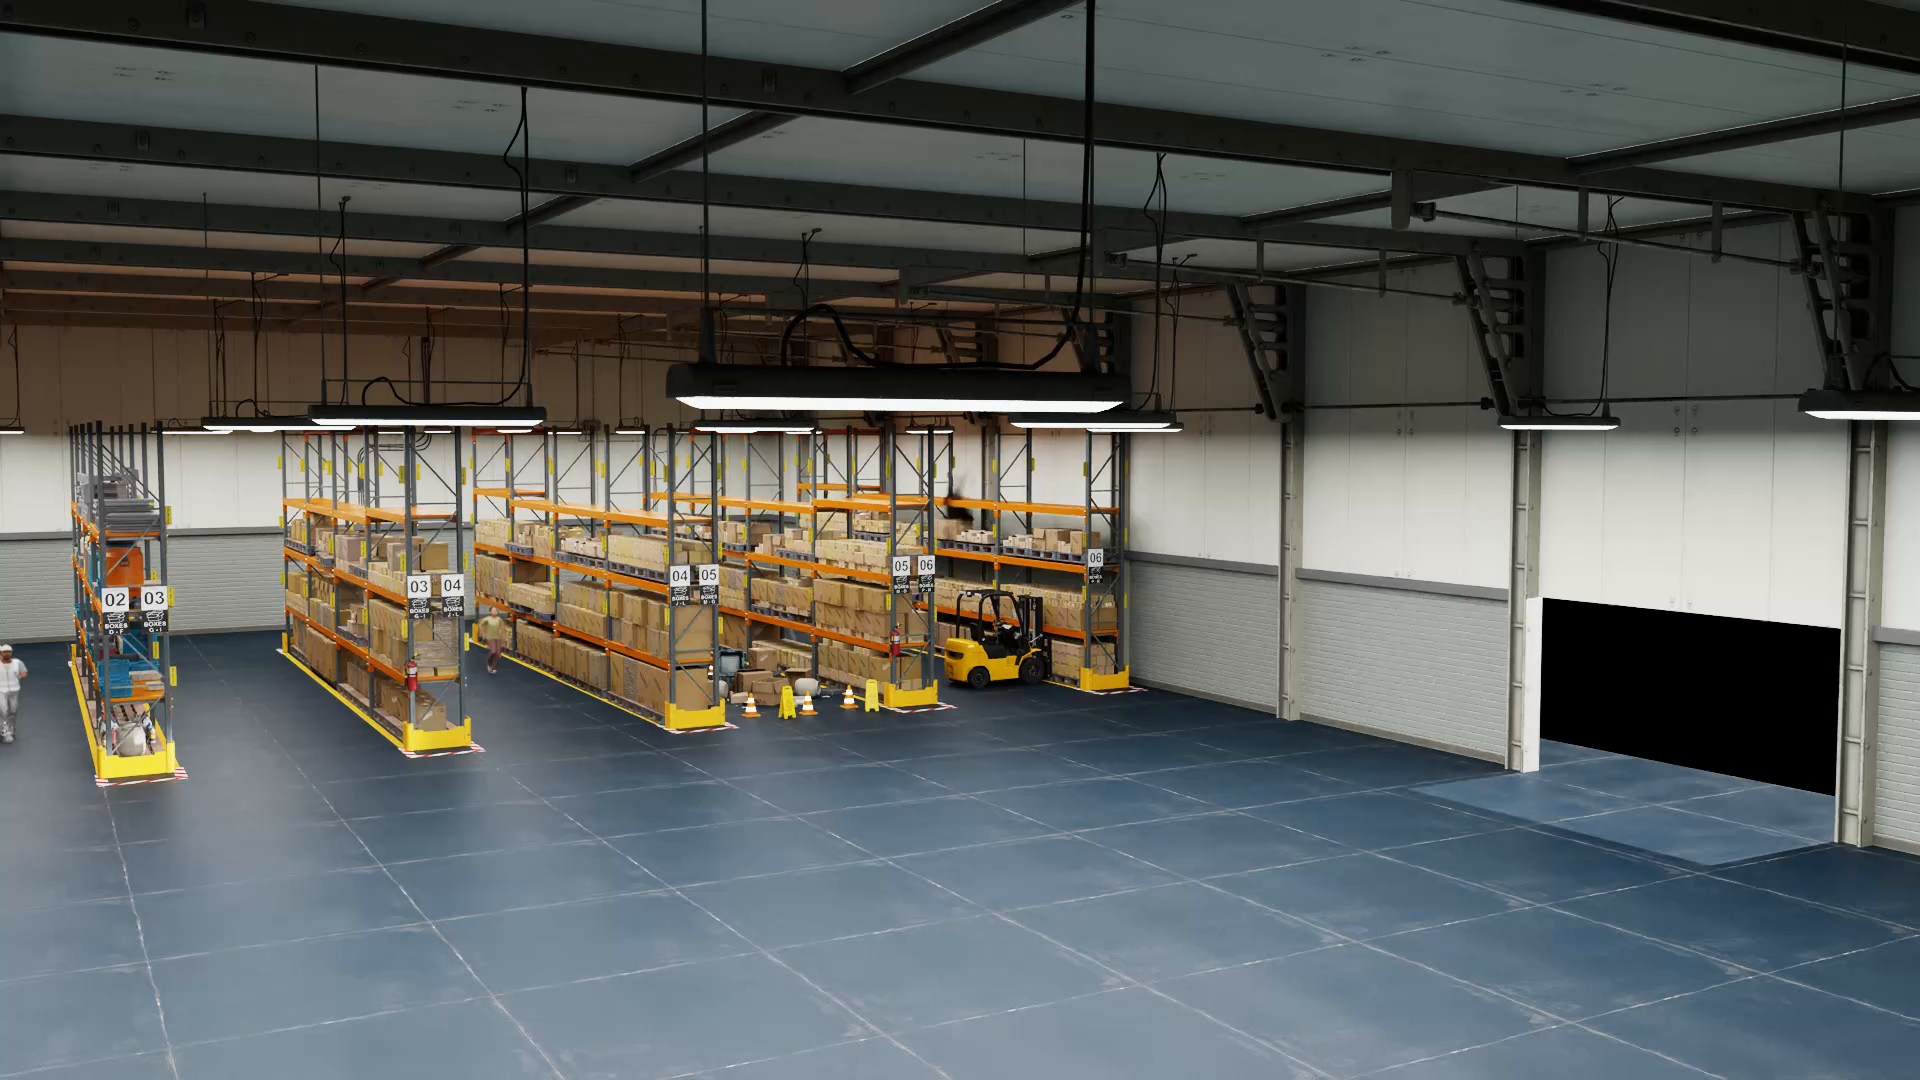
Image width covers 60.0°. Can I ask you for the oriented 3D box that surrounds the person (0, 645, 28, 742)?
[{"bbox_3d":[-17.950,2.861,31.342,0.679,1.777,0.986,-3,5,-42],"label":"person"}]

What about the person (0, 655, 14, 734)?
[{"bbox_3d":[-18.516,2.906,32.166,0.529,1.609,0.809,-3,5,-41],"label":"person"}]

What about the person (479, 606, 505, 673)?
[{"bbox_3d":[-11.259,2.408,40.176,0.559,1.630,0.593,-2,4,-35],"label":"person"}]
